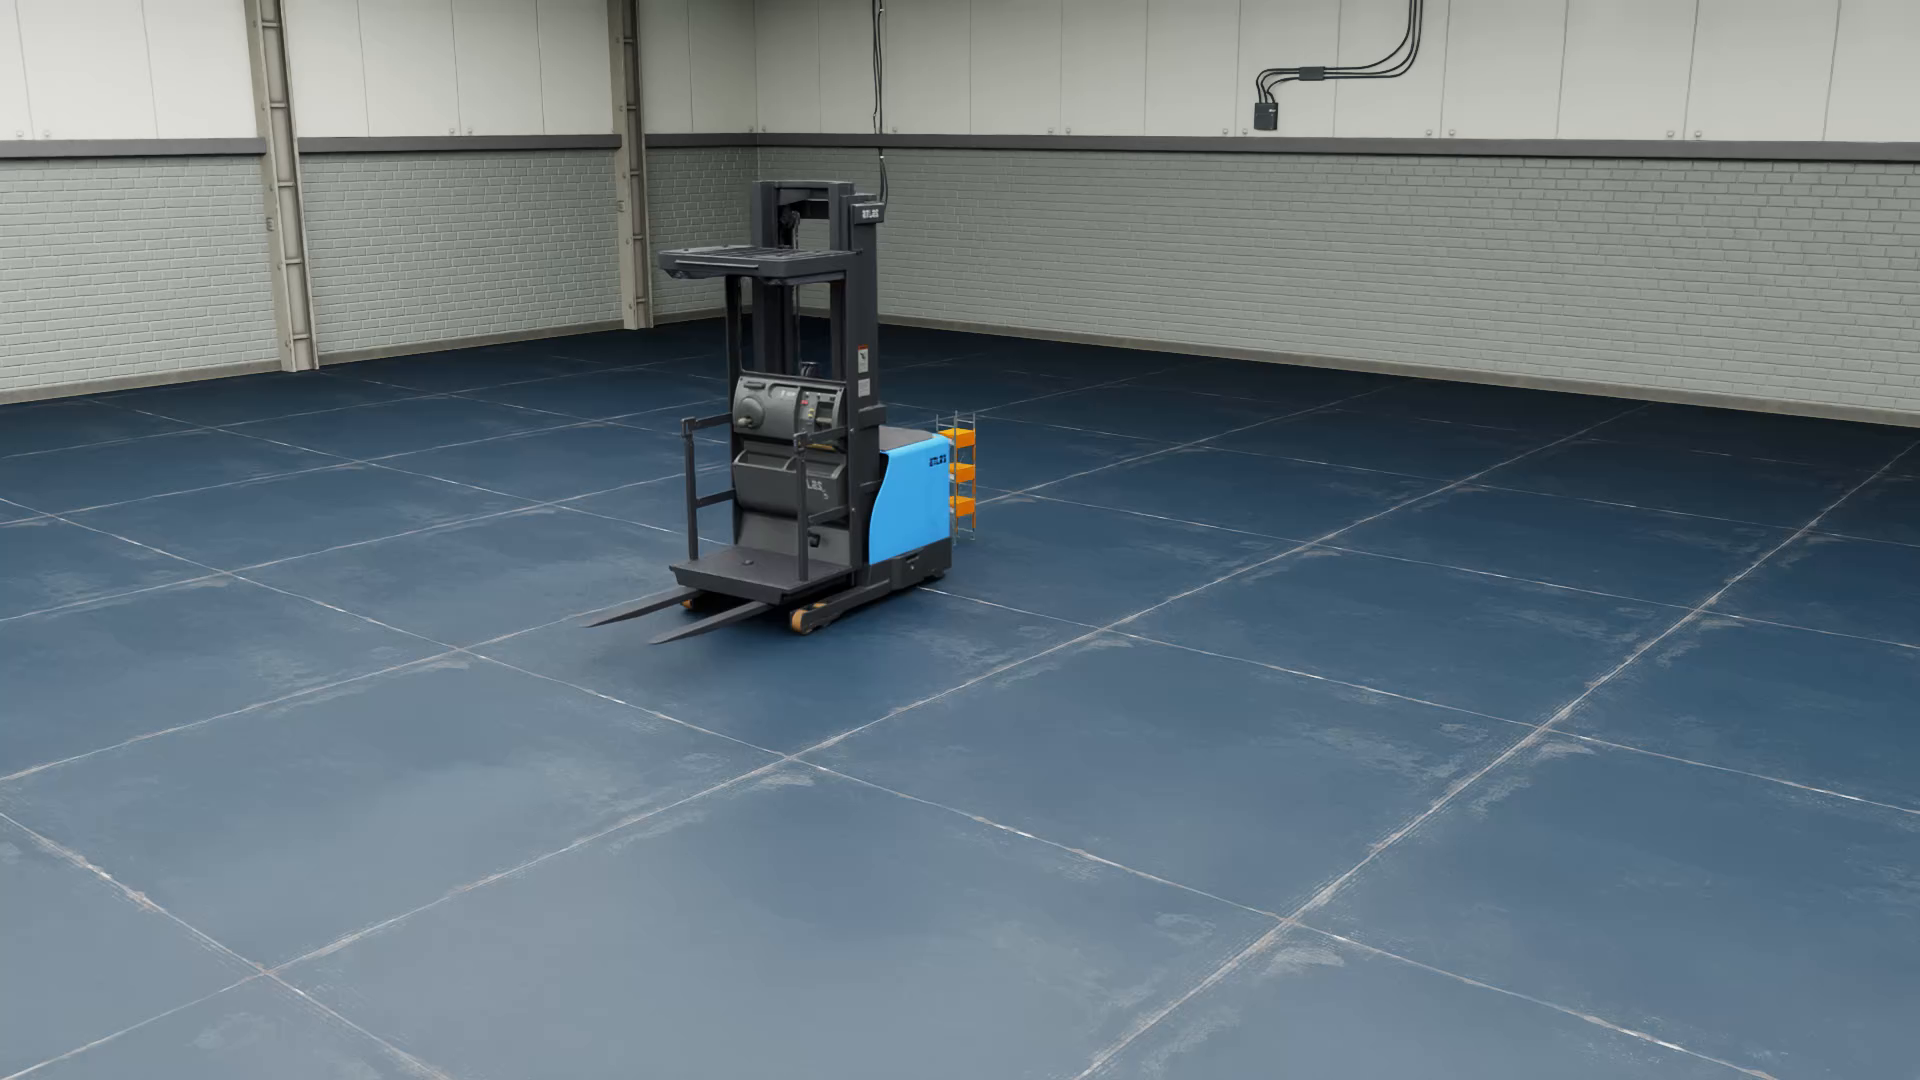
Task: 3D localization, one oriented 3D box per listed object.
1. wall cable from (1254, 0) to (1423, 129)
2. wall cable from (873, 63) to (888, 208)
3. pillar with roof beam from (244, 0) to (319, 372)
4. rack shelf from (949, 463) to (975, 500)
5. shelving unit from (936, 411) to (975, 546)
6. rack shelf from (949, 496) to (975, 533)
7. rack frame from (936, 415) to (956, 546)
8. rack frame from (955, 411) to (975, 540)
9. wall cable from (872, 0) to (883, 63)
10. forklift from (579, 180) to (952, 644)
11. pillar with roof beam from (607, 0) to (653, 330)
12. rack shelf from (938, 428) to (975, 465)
[{"bbox_3d":[4.959,-8.389,21.464,2.305,6.003,0.169,11,18,38],"label":"wall cable"},{"bbox_3d":[-2.415,-6.708,28.060,3.097,2.526,0.112,11,18,38],"label":"wall cable"},{"bbox_3d":[-5.717,-6.039,19.117,9.100,9.000,0.400,11,18,38],"label":"pillar with roof beam"},{"bbox_3d":[-0.034,-0.488,13.456,0.215,0.259,0.240,11,18,38],"label":"rack shelf"},{"bbox_3d":[-0.034,-0.499,13.453,0.215,1.050,0.252,11,18,38],"label":"shelving unit"},{"bbox_3d":[-0.034,-0.219,13.524,0.215,0.259,0.240,11,18,38],"label":"rack shelf"},{"bbox_3d":[-0.110,-0.475,13.361,0.200,1.050,0.008,11,18,38],"label":"rack frame"},{"bbox_3d":[0.043,-0.522,13.545,0.200,1.050,0.008,11,18,38],"label":"rack frame"},{"bbox_3d":[-0.311,-8.737,25.790,3.097,2.526,0.112,11,18,38],"label":"wall cable"},{"bbox_3d":[-1.305,-0.923,11.303,1.130,2.935,3.031,9,17,33],"label":"forklift"},{"bbox_3d":[-1.946,-7.188,23.640,9.100,9.000,0.400,11,18,38],"label":"pillar with roof beam"},{"bbox_3d":[-0.034,-0.763,13.386,0.215,0.259,0.240,11,18,38],"label":"rack shelf"}]
